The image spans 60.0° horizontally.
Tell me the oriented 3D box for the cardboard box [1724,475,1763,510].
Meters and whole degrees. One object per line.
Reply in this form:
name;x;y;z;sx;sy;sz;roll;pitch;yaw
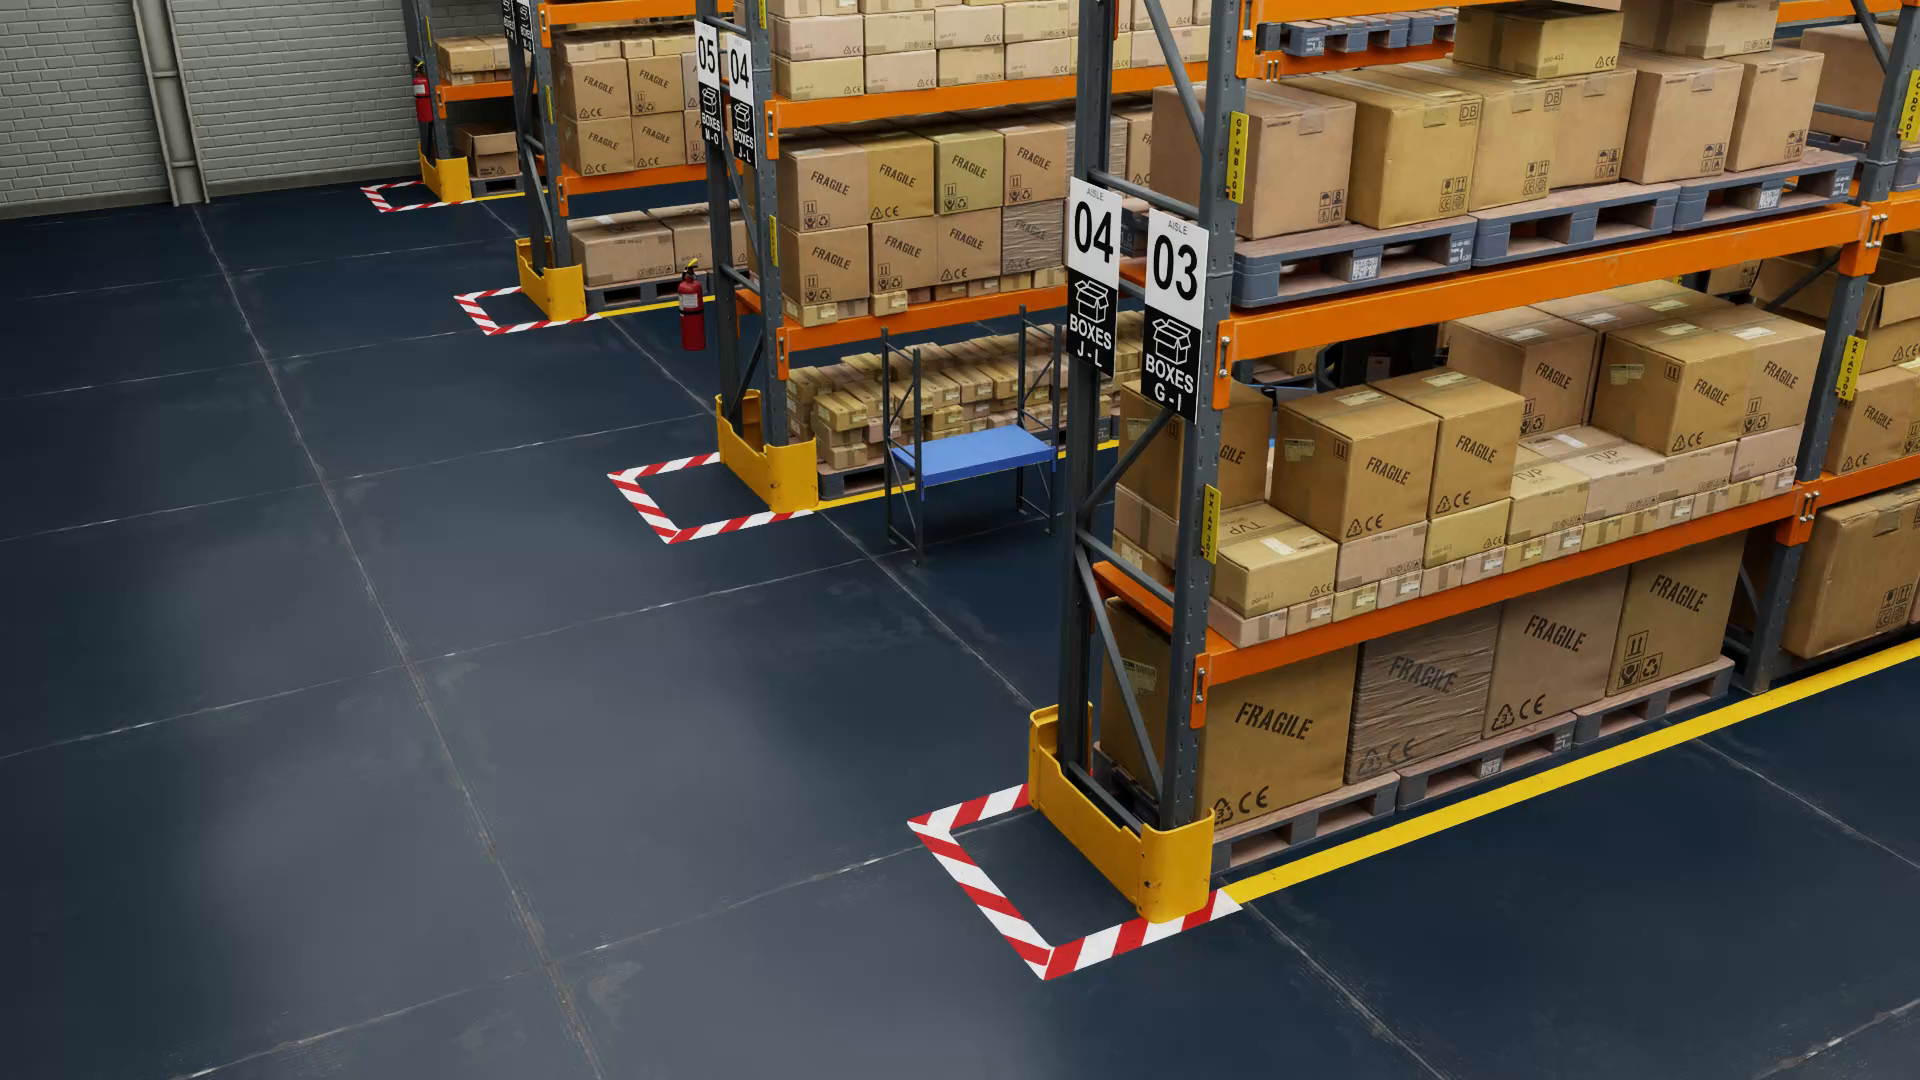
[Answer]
cardboard box;3.960;-0.313;8.726;0.250;0.149;0.380;-12;28;-24

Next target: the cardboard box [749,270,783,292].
cardboard box;-1.318;-1.827;11.881;0.250;0.149;0.380;-13;29;-25

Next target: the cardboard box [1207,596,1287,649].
cardboard box;1.241;0.316;7.417;0.250;0.149;0.380;-13;28;-25

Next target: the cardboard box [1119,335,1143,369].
cardboard box;1.443;-1.461;12.948;0.250;0.149;0.380;-13;29;-26

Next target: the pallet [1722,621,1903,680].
pallet;4.947;0.405;10.162;1.213;0.211;1.003;-13;29;-25

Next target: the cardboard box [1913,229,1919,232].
cardboard box;6.014;-1.565;9.768;0.637;0.503;0.797;-12;28;-23

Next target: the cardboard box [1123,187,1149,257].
cardboard box;1.305;-2.448;12.425;0.500;0.500;0.500;-14;29;-26

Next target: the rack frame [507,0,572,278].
rack frame;-3.891;-3.636;15.358;0.127;3.000;1.000;-13;29;-25

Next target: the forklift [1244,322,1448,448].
forklift;3.025;-1.079;10.110;3.031;2.935;1.130;4;26;9

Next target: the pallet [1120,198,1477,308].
pallet;1.422;-1.319;7.168;1.213;0.211;1.003;-13;29;-25

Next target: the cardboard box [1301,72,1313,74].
cardboard box;3.808;-5.381;18.798;0.250;0.149;0.380;-15;29;-28

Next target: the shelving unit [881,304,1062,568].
shelving unit;0.075;-0.693;10.962;1.048;1.500;0.538;-13;29;-25

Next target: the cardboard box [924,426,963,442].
cardboard box;-0.174;-0.803;12.265;0.250;0.149;0.380;-13;28;-24

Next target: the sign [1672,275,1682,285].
sign;4.038;-1.358;9.366;0.005;0.325;0.100;-13;29;-25

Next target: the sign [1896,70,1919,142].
sign;4.564;-2.075;7.953;0.005;0.325;0.100;-13;29;-25

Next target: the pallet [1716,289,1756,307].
pallet;7.393;-2.517;16.249;1.213;0.211;1.003;-13;29;-25

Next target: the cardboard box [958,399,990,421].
cardboard box;0.020;-1.032;12.399;0.250;0.149;0.380;-14;29;-28

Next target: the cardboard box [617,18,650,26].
cardboard box;-4.139;-6.549;20.387;0.500;0.500;0.500;-14;29;-27

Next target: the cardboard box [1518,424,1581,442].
cardboard box;2.869;-0.530;8.718;0.500;0.250;0.500;-12;28;-24

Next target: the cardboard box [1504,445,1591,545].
cardboard box;2.682;-0.230;8.093;0.500;0.250;0.500;-14;29;-26

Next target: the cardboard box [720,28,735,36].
cardboard box;-2.059;-4.691;15.534;0.250;0.149;0.380;-14;29;-26

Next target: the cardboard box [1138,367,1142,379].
cardboard box;1.468;-1.312;12.983;0.250;0.149;0.380;-14;29;-27

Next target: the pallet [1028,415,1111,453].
pallet;0.403;-0.923;12.929;1.213;0.211;1.003;-13;29;-25

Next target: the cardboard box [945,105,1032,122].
cardboard box;0.181;-2.906;12.222;0.500;0.500;0.500;-14;29;-27

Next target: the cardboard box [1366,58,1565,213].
cardboard box;2.193;-1.802;7.355;0.500;0.500;0.700;-15;30;-29

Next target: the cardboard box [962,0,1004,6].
cardboard box;0.098;-3.667;11.091;0.250;0.149;0.380;-12;28;-24

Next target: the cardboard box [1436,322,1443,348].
cardboard box;3.756;-1.913;14.171;0.500;0.500;0.500;-12;28;-24

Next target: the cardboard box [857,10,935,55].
cardboard box;-0.503;-3.373;10.940;0.500;0.250;0.500;-13;29;-26

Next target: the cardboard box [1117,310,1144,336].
cardboard box;1.385;-1.729;13.506;0.250;0.149;0.380;-12;28;-23

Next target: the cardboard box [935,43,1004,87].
cardboard box;-0.041;-3.260;11.282;0.500;0.250;0.500;-14;29;-27

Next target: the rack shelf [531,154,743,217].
rack shelf;-2.126;-3.719;16.362;4.000;0.370;1.077;-13;29;-25

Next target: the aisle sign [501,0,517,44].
aisle sign;-4.100;-4.912;15.011;0.004;0.787;0.394;-13;29;-25

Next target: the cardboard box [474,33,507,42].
cardboard box;-5.493;-5.897;19.896;0.500;0.250;0.500;-13;29;-25

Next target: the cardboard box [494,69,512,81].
cardboard box;-5.392;-5.516;19.564;0.250;0.149;0.380;-13;29;-26

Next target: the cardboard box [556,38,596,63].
cardboard box;-3.447;-4.391;14.910;0.250;0.149;0.380;-12;28;-24

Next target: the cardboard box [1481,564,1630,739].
cardboard box;2.888;0.390;8.943;0.875;0.875;0.875;-13;29;-25

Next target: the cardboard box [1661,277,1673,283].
cardboard box;6.166;-2.660;15.439;0.750;0.750;1.050;-13;29;-26

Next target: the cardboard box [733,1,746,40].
cardboard box;-1.186;-3.467;11.136;0.500;0.250;0.500;-14;29;-27

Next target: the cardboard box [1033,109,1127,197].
cardboard box;0.858;-2.806;12.014;0.500;0.500;0.500;-12;28;-24

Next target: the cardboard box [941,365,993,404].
cardboard box;0.048;-1.155;12.311;0.250;0.149;0.380;-12;28;-23

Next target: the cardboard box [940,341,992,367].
cardboard box;0.047;-1.390;12.800;0.250;0.149;0.380;-14;29;-27

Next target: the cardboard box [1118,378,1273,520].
cardboard box;1.079;-0.456;7.696;0.500;0.500;0.500;-13;28;-24

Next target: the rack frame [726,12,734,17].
rack frame;-2.700;-6.346;21.001;0.127;3.000;1.000;-13;29;-25

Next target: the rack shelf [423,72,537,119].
rack shelf;-4.465;-5.614;20.308;4.000;0.370;1.077;-13;29;-25

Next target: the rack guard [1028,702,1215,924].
rack guard;0.751;1.280;8.006;0.348;0.500;1.175;-13;29;-25

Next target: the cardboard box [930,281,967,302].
cardboard box;-0.149;-1.847;11.921;0.250;0.149;0.380;-13;29;-26

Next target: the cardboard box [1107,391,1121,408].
cardboard box;1.110;-1.168;13.026;0.250;0.149;0.380;-14;29;-26

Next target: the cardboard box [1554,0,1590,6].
cardboard box;4.767;-4.473;13.519;0.500;0.500;0.500;-13;29;-25

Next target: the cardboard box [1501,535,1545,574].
cardboard box;2.598;0.002;8.071;0.250;0.149;0.380;-14;29;-26

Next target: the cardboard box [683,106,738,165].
cardboard box;-2.442;-3.880;15.749;0.500;0.500;0.500;-13;29;-25

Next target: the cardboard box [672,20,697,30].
cardboard box;-2.568;-4.855;15.876;0.250;0.149;0.380;-12;28;-24
